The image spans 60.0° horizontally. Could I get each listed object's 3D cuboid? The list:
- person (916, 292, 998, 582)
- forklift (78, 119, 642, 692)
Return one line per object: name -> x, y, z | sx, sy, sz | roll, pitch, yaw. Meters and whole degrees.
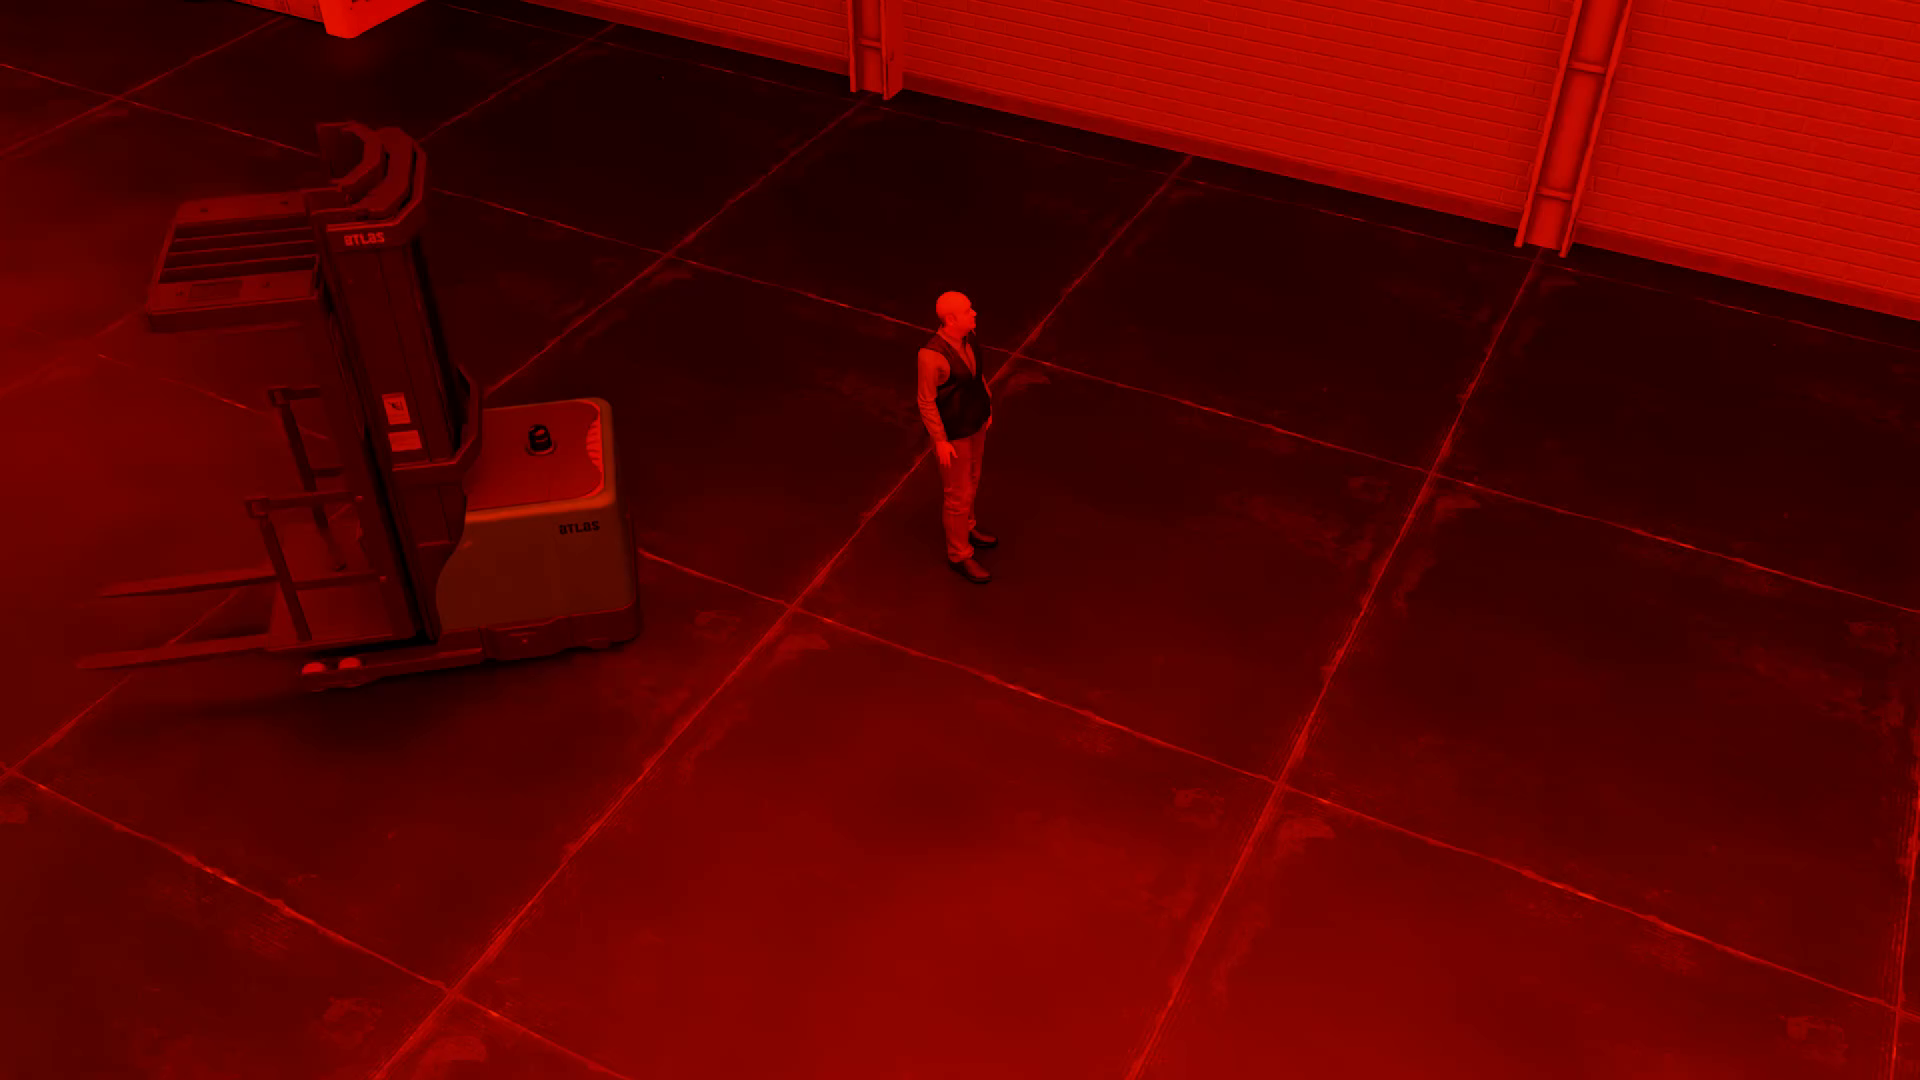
person -> 0.051, -0.641, 9.675 | 0.568, 1.720, 0.632 | 18, 43, 21
forklift -> -3.399, -0.648, 8.756 | 3.031, 2.935, 1.130 | -7, 41, -9
